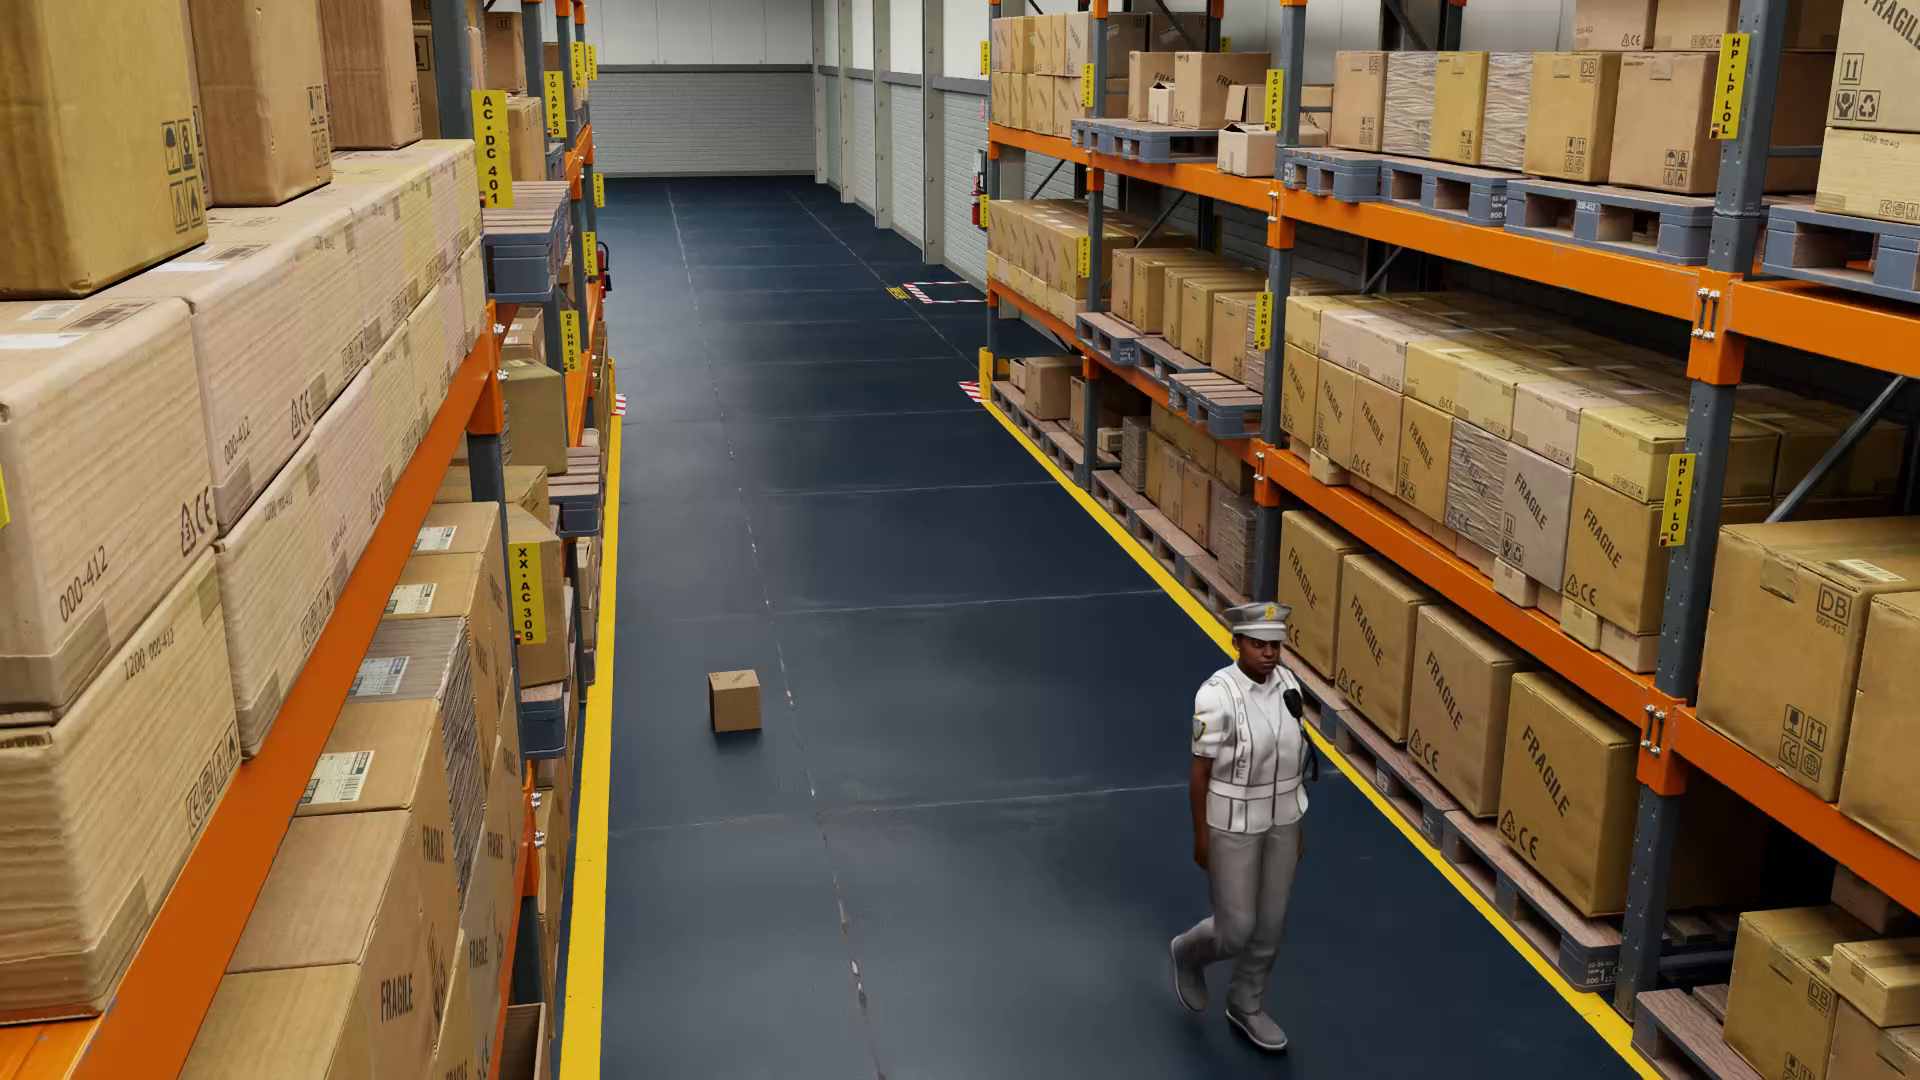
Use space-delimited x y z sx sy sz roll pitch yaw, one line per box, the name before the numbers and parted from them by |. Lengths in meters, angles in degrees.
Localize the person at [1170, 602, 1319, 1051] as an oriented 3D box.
person | 1.034 1.007 6.015 0.444 1.676 0.483 -8 18 -24
